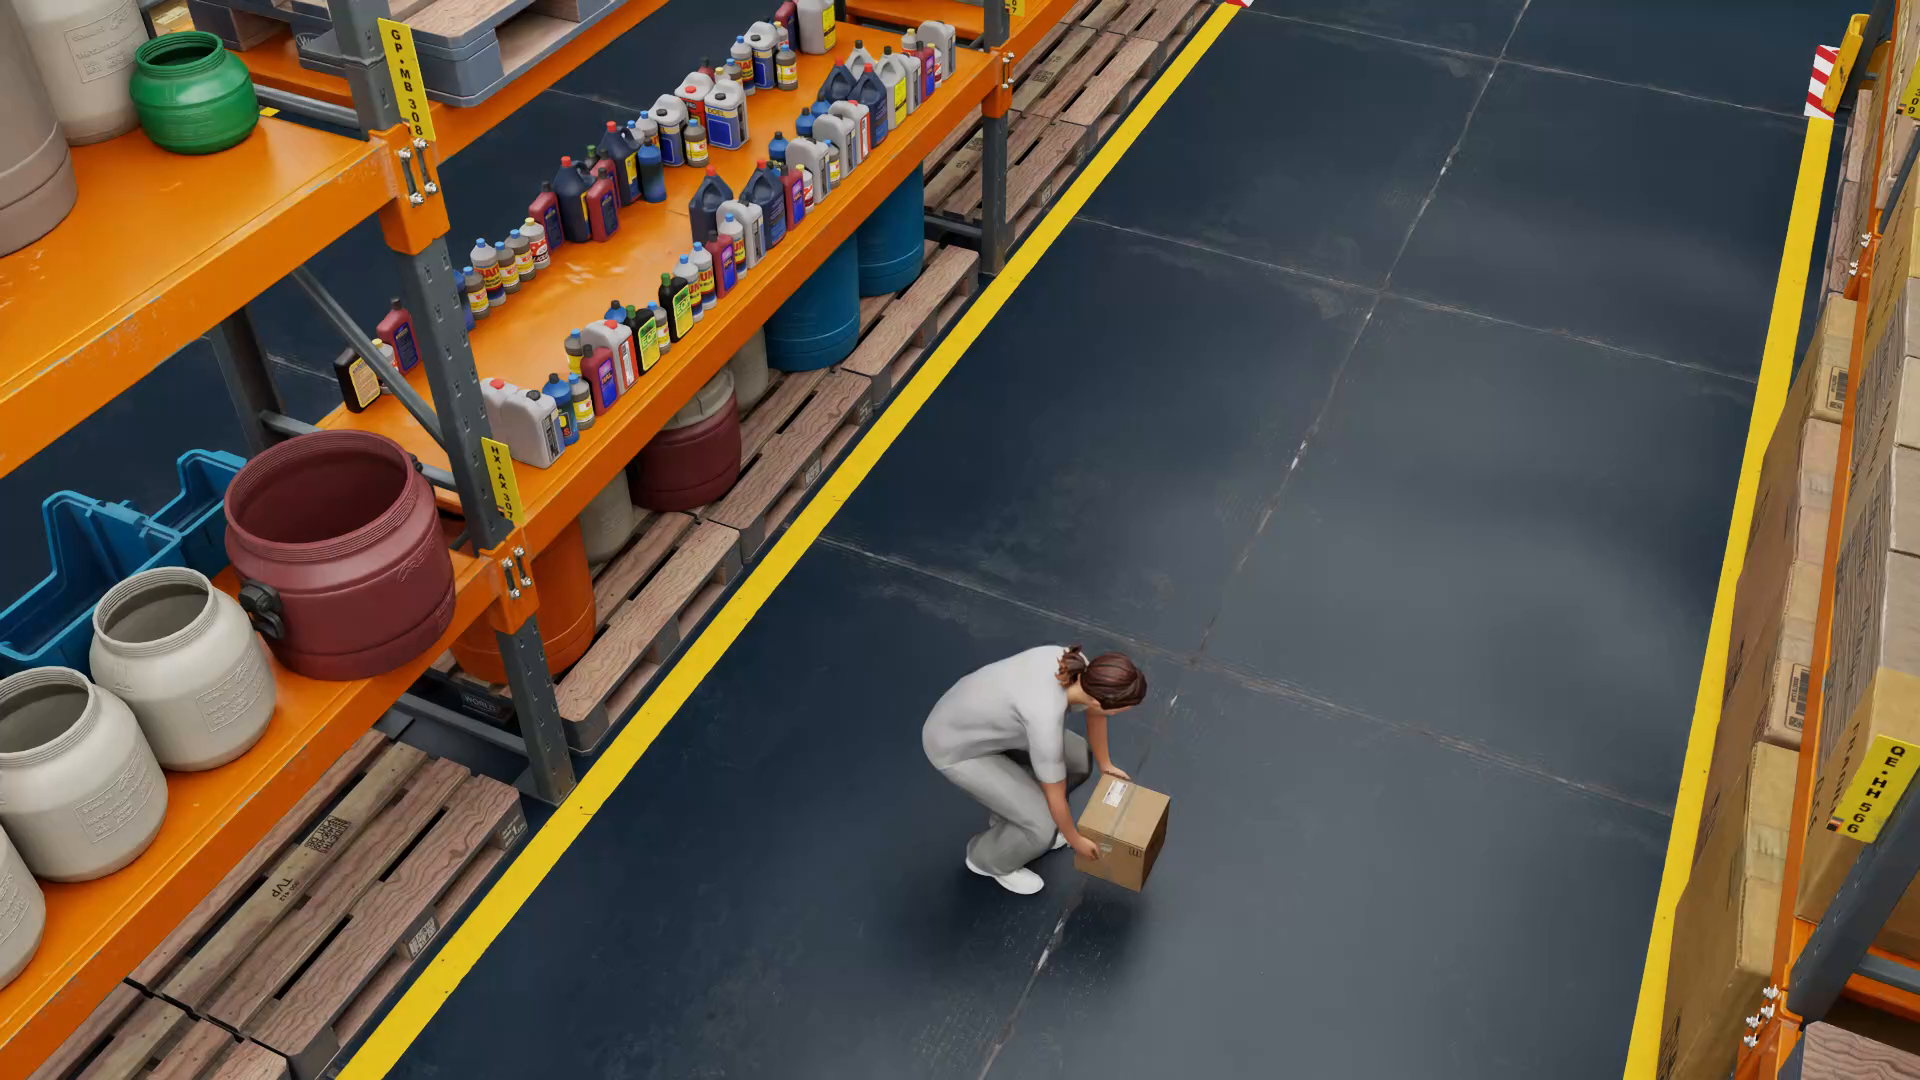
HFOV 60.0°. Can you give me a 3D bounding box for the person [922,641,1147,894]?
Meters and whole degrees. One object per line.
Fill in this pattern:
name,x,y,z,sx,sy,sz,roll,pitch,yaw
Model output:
person,0.252,0.734,5.769,0.746,1.116,0.490,17,45,18
